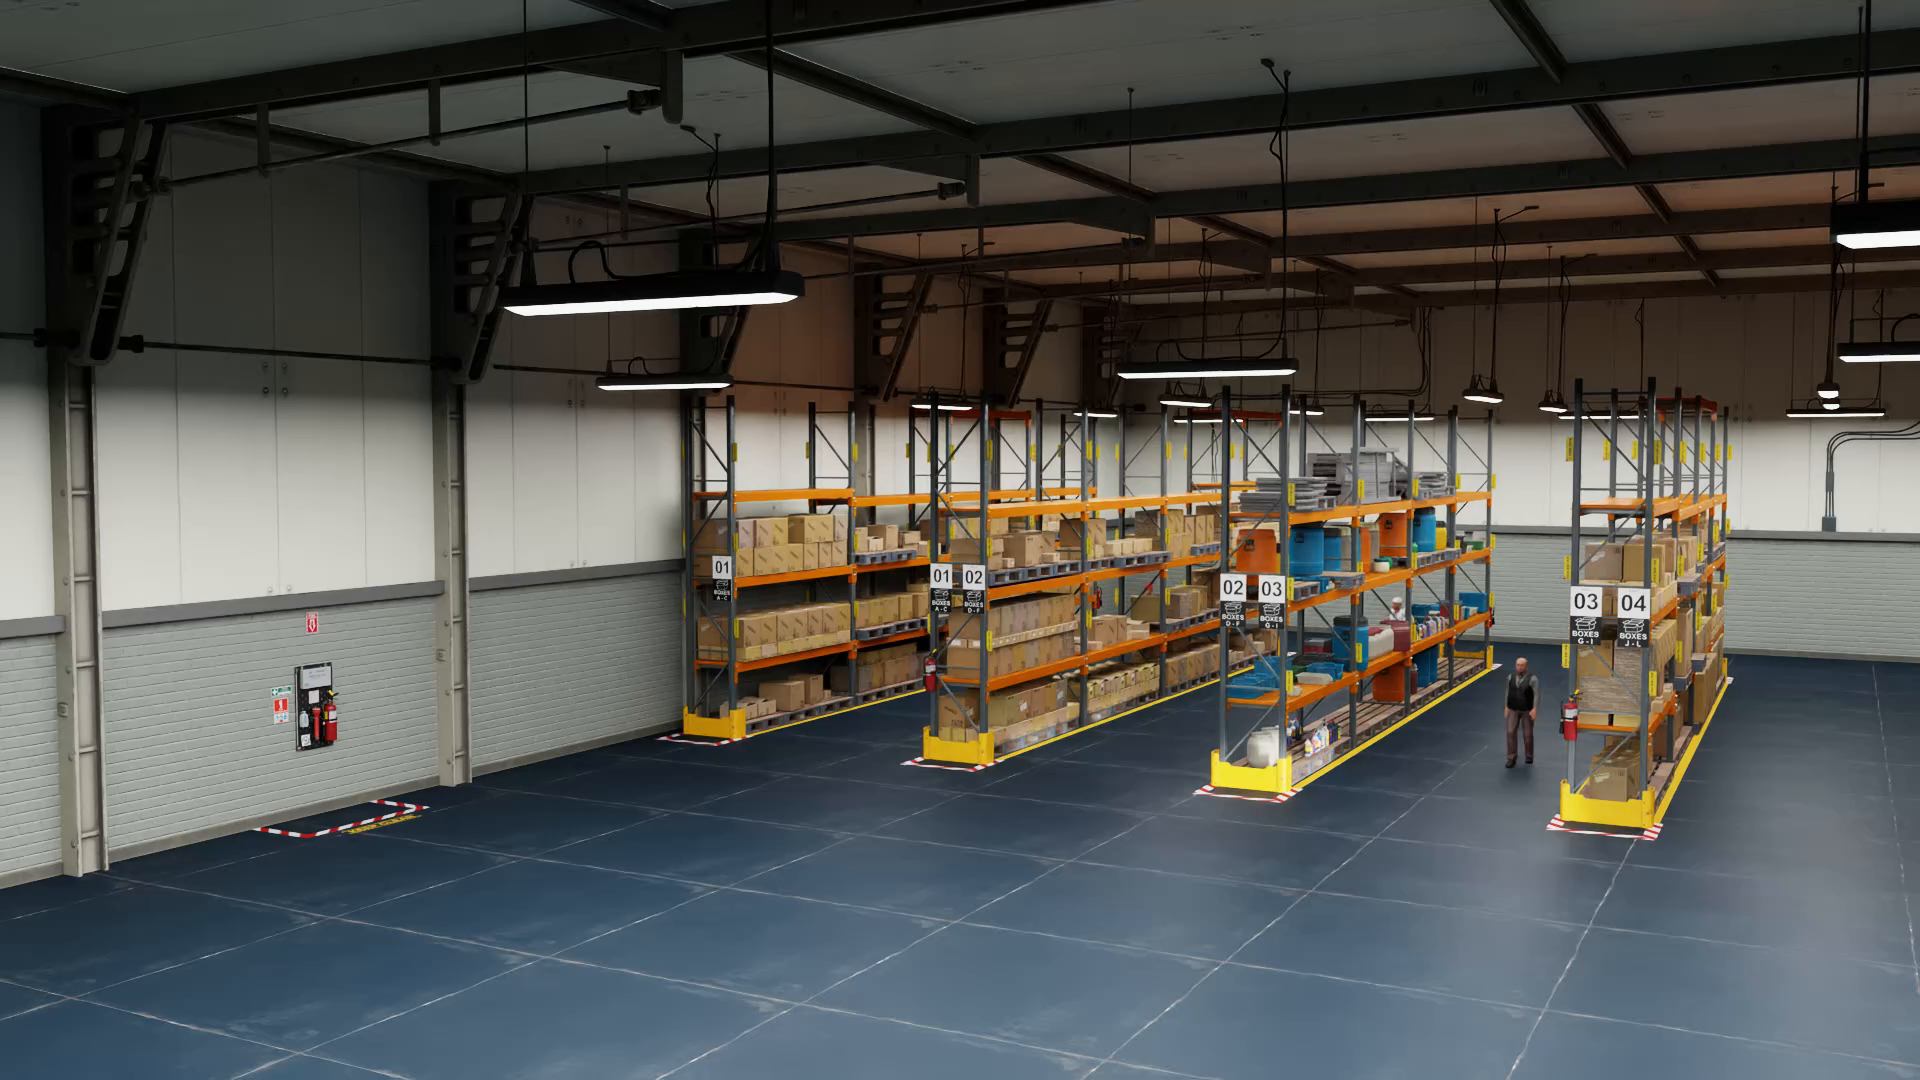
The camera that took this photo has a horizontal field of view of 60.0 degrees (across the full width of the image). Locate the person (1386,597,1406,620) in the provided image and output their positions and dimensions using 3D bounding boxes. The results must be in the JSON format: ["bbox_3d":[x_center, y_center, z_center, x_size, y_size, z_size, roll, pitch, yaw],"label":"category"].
[{"bbox_3d":[9.736,2.141,37.296,0.978,1.731,0.641,-3,4,-45],"label":"person"}]

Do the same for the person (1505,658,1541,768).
[{"bbox_3d":[8.963,2.749,26.570,0.594,1.736,0.671,2,4,39],"label":"person"}]

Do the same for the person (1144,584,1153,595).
[{"bbox_3d":[4.633,1.956,41.179,0.642,1.730,1.098,1,3,25],"label":"person"}]
